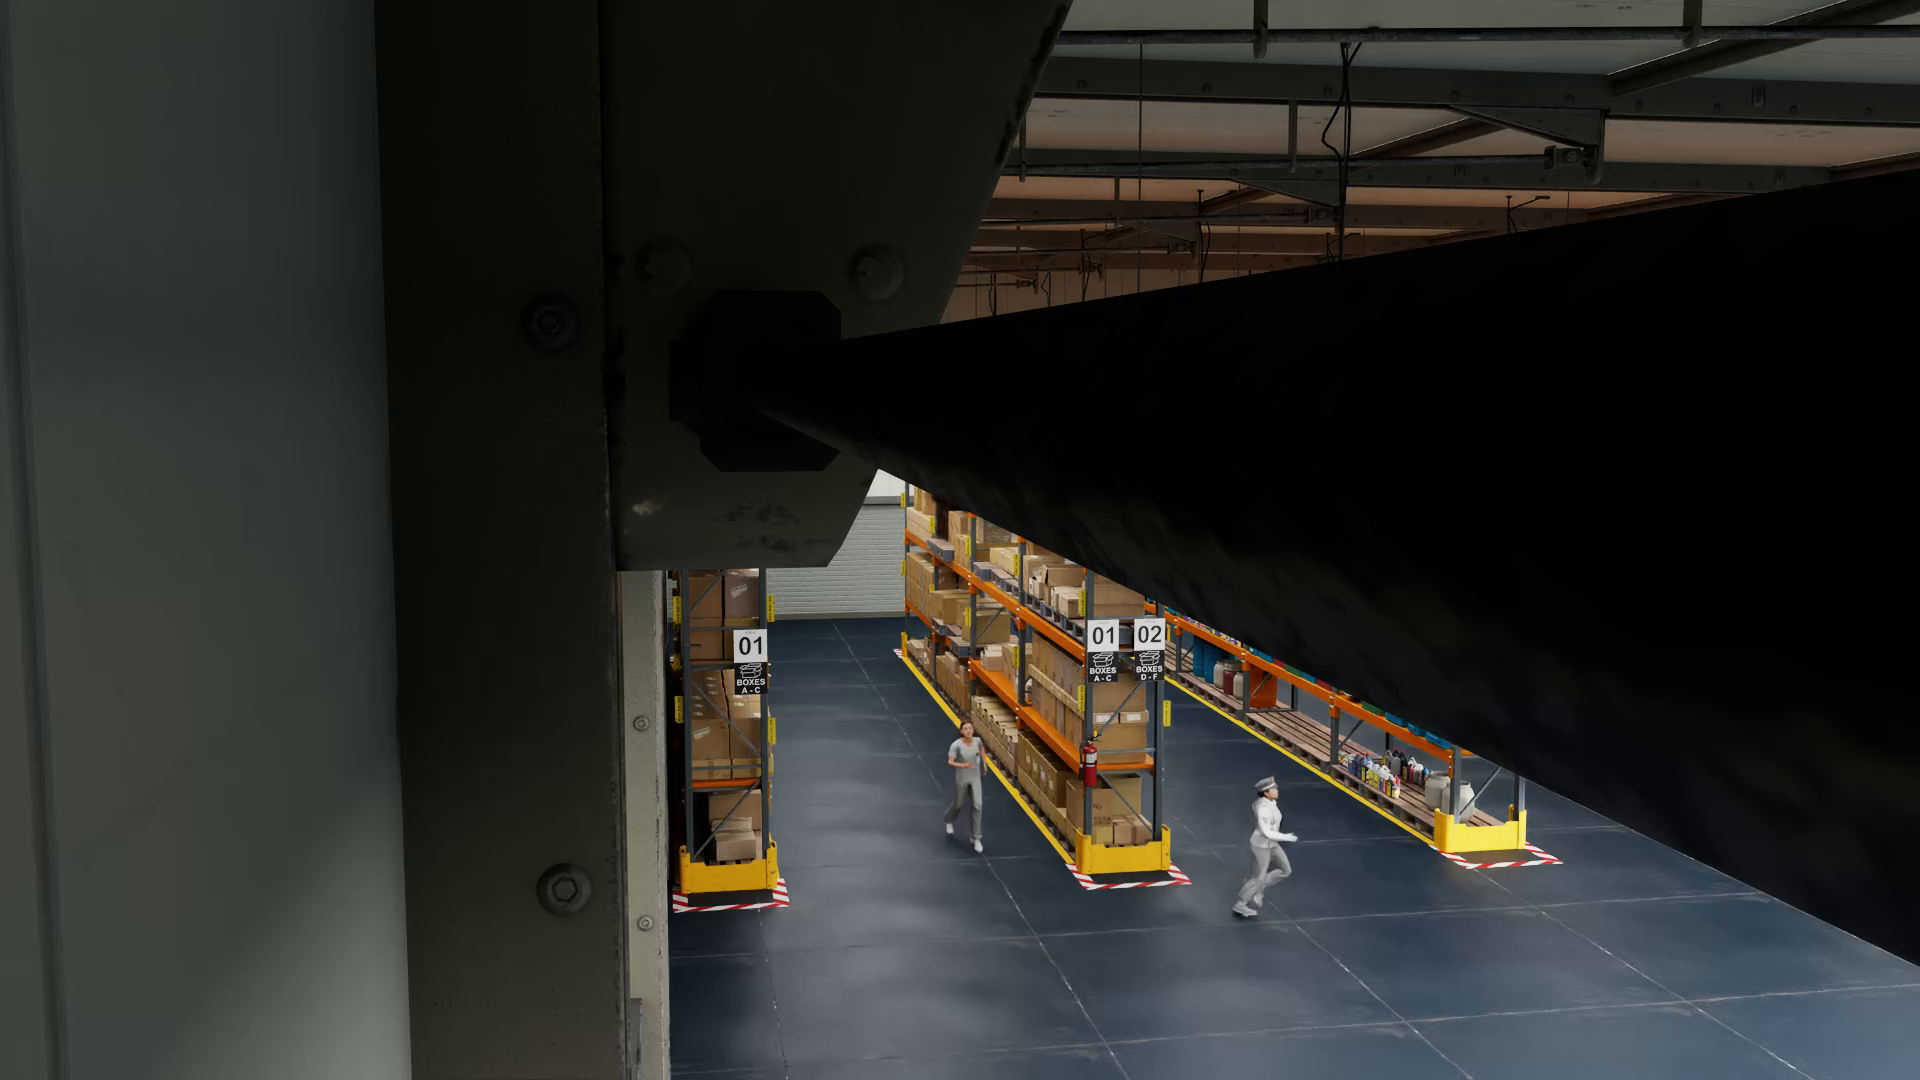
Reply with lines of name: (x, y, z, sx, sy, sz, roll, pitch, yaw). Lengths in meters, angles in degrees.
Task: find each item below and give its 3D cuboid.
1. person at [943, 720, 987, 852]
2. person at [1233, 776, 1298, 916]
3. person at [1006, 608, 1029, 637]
person: (0.083, 3.206, 22.125, 0.575, 1.695, 0.955, -2, 6, -17)
person: (3.543, 3.515, 19.179, 0.730, 1.653, 0.638, 3, 6, 23)
person: (1.319, 1.824, 36.031, 0.548, 1.550, 0.561, -4, 7, -33)
